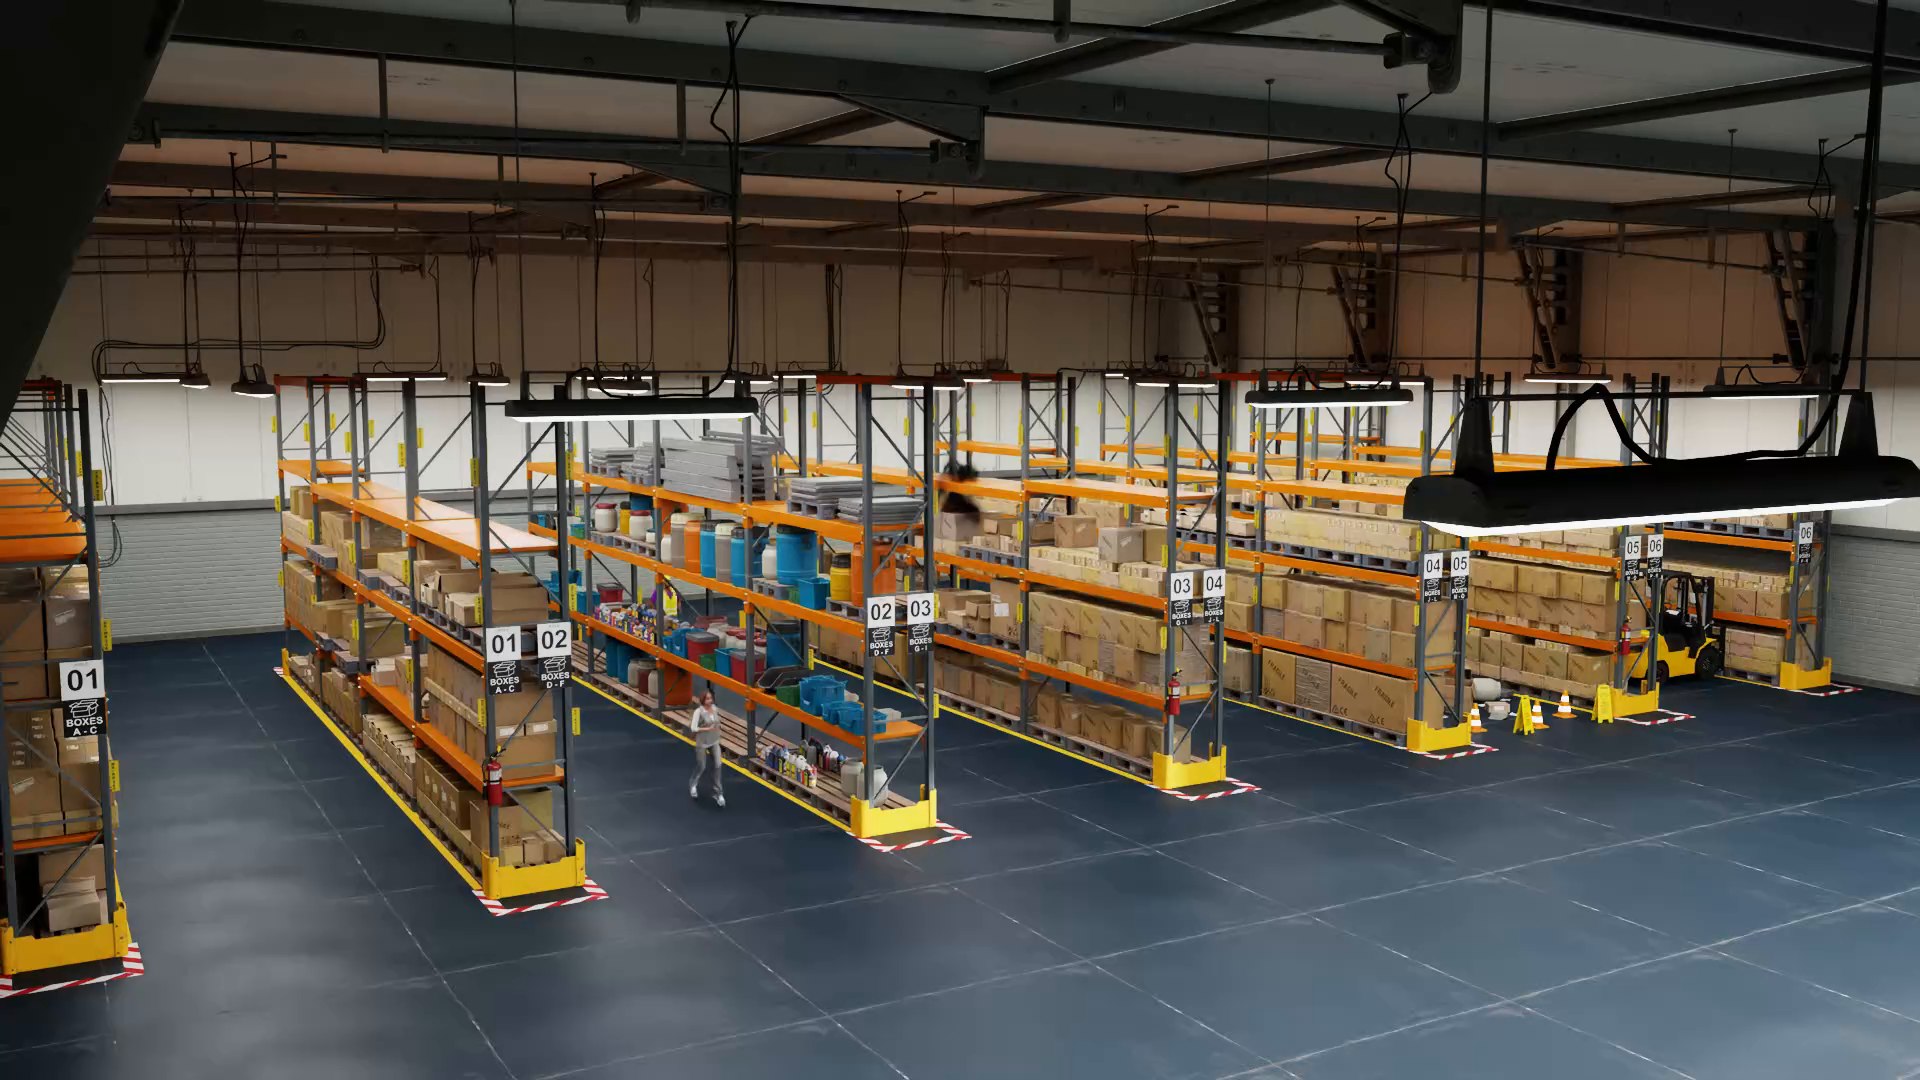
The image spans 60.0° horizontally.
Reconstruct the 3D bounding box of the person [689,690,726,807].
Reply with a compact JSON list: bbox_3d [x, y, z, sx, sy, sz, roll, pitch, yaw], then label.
[{"bbox_3d":[-3.620,2.934,23.668,0.565,1.631,0.778,-5,8,-40],"label":"person"}]

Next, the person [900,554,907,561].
[{"bbox_3d":[-1.341,1.170,39.364,0.671,1.771,0.742,-3,7,-24],"label":"person"}]

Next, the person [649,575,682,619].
[{"bbox_3d":[-6.221,1.609,35.407,0.713,1.719,0.586,-5,8,-38],"label":"person"}]
